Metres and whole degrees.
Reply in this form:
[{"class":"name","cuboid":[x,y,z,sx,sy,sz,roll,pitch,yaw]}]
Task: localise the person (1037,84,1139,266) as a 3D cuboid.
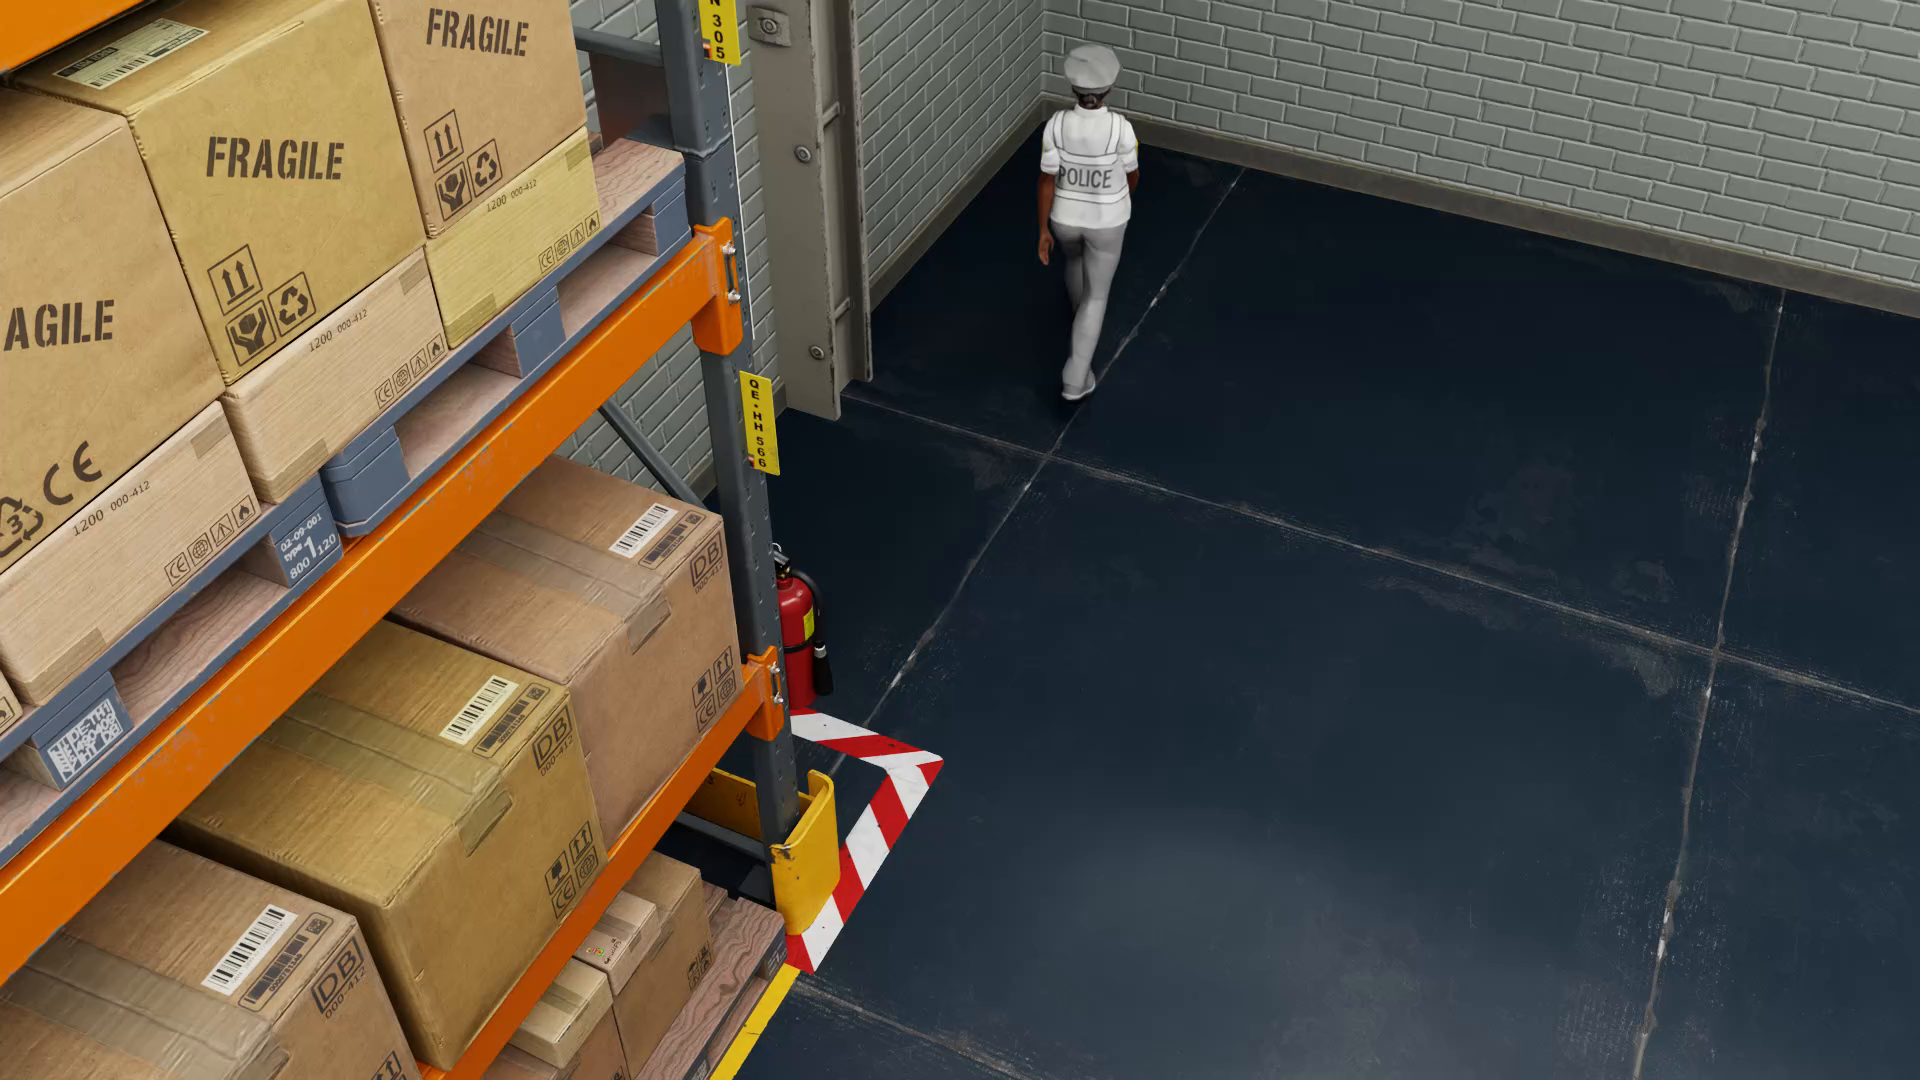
[{"class":"person","cuboid":[0.616,-1.781,7.673,0.429,0.987,0.512,14,44,15]}]
